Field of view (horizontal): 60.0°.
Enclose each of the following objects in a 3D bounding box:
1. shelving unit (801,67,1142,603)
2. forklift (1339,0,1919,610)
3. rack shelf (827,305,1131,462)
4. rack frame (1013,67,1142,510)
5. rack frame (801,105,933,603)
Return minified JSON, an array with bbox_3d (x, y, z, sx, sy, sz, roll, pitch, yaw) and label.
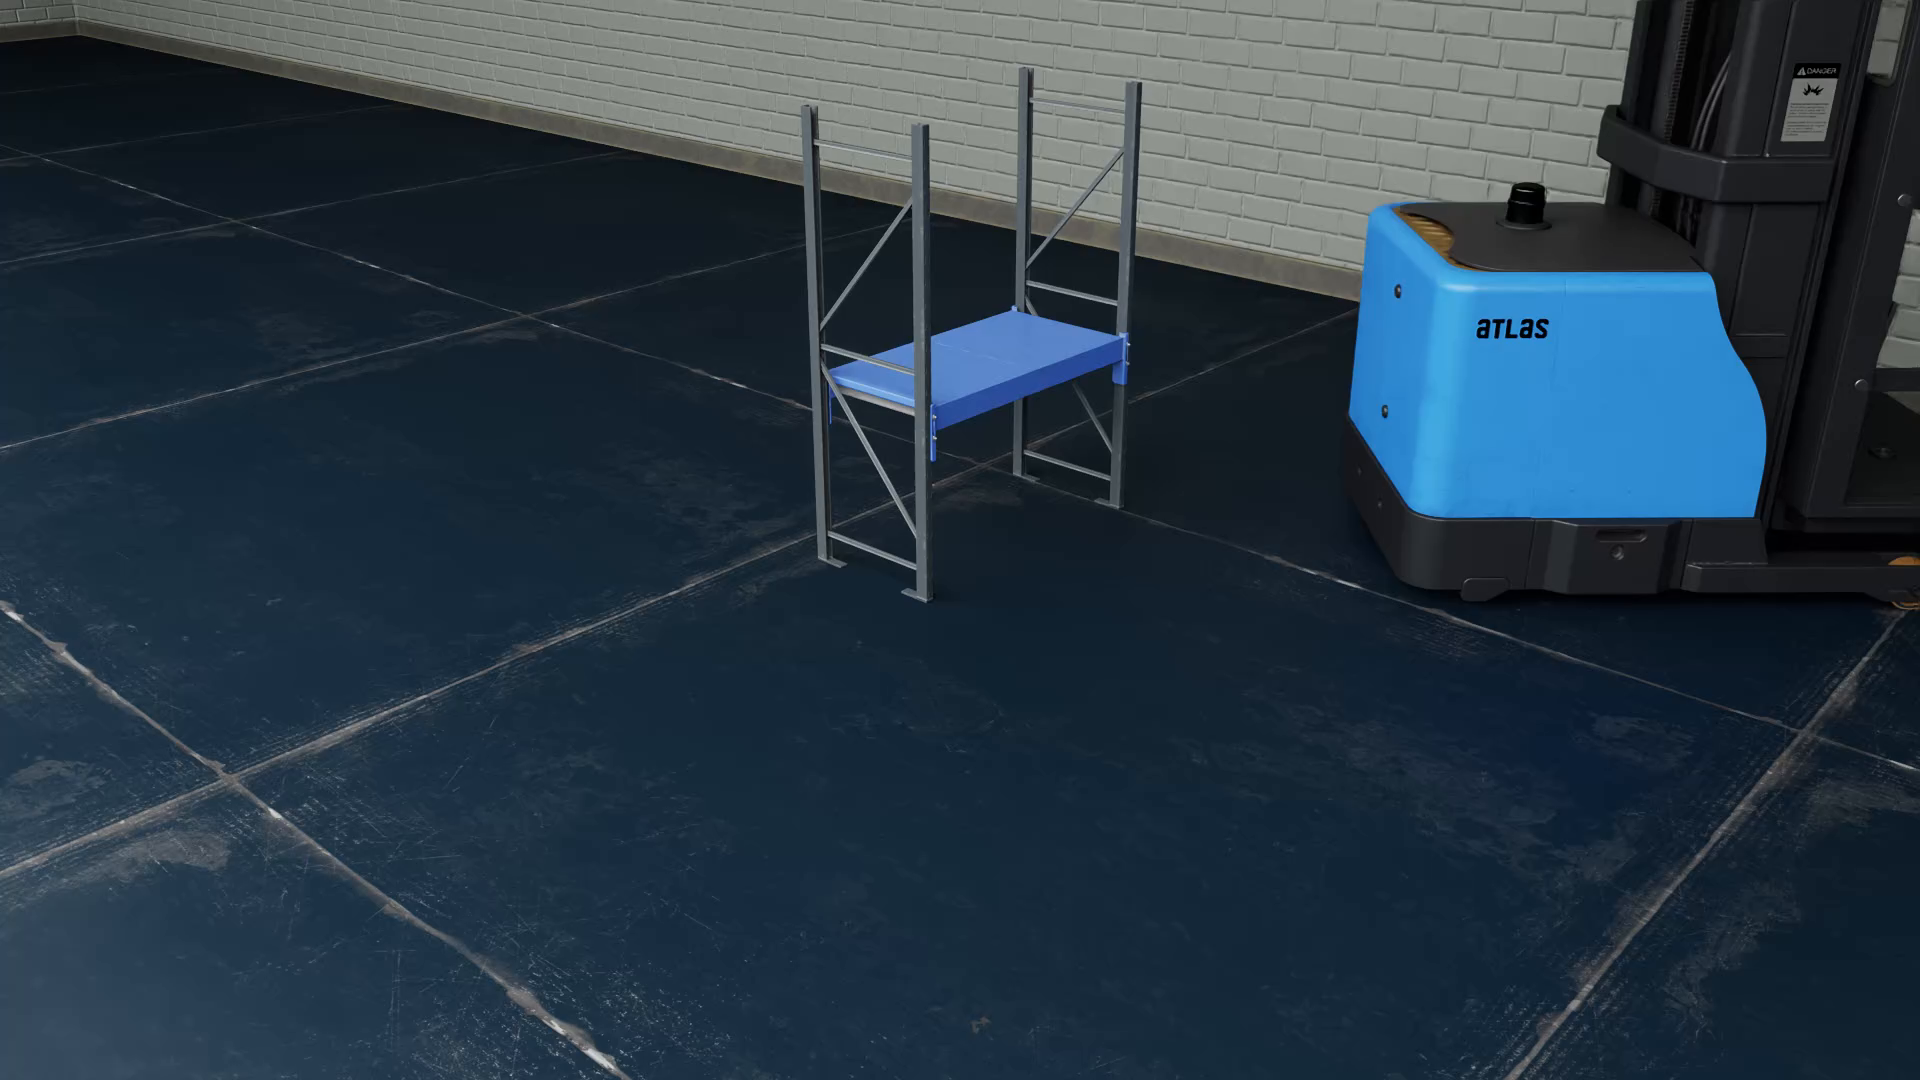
[{"bbox_3d":[0.057,-0.710,5.501,0.538,1.500,1.048,20,31,38],"label":"shelving unit"},{"bbox_3d":[2.906,-1.334,5.142,3.031,2.935,1.130,0,24,0],"label":"forklift"},{"bbox_3d":[0.057,-0.546,5.575,0.538,0.185,1.000,20,31,38],"label":"rack shelf"},{"bbox_3d":[0.396,-0.865,5.847,0.500,1.500,0.032,20,31,38],"label":"rack frame"},{"bbox_3d":[-0.282,-0.555,5.156,0.500,1.500,0.032,20,31,38],"label":"rack frame"}]
